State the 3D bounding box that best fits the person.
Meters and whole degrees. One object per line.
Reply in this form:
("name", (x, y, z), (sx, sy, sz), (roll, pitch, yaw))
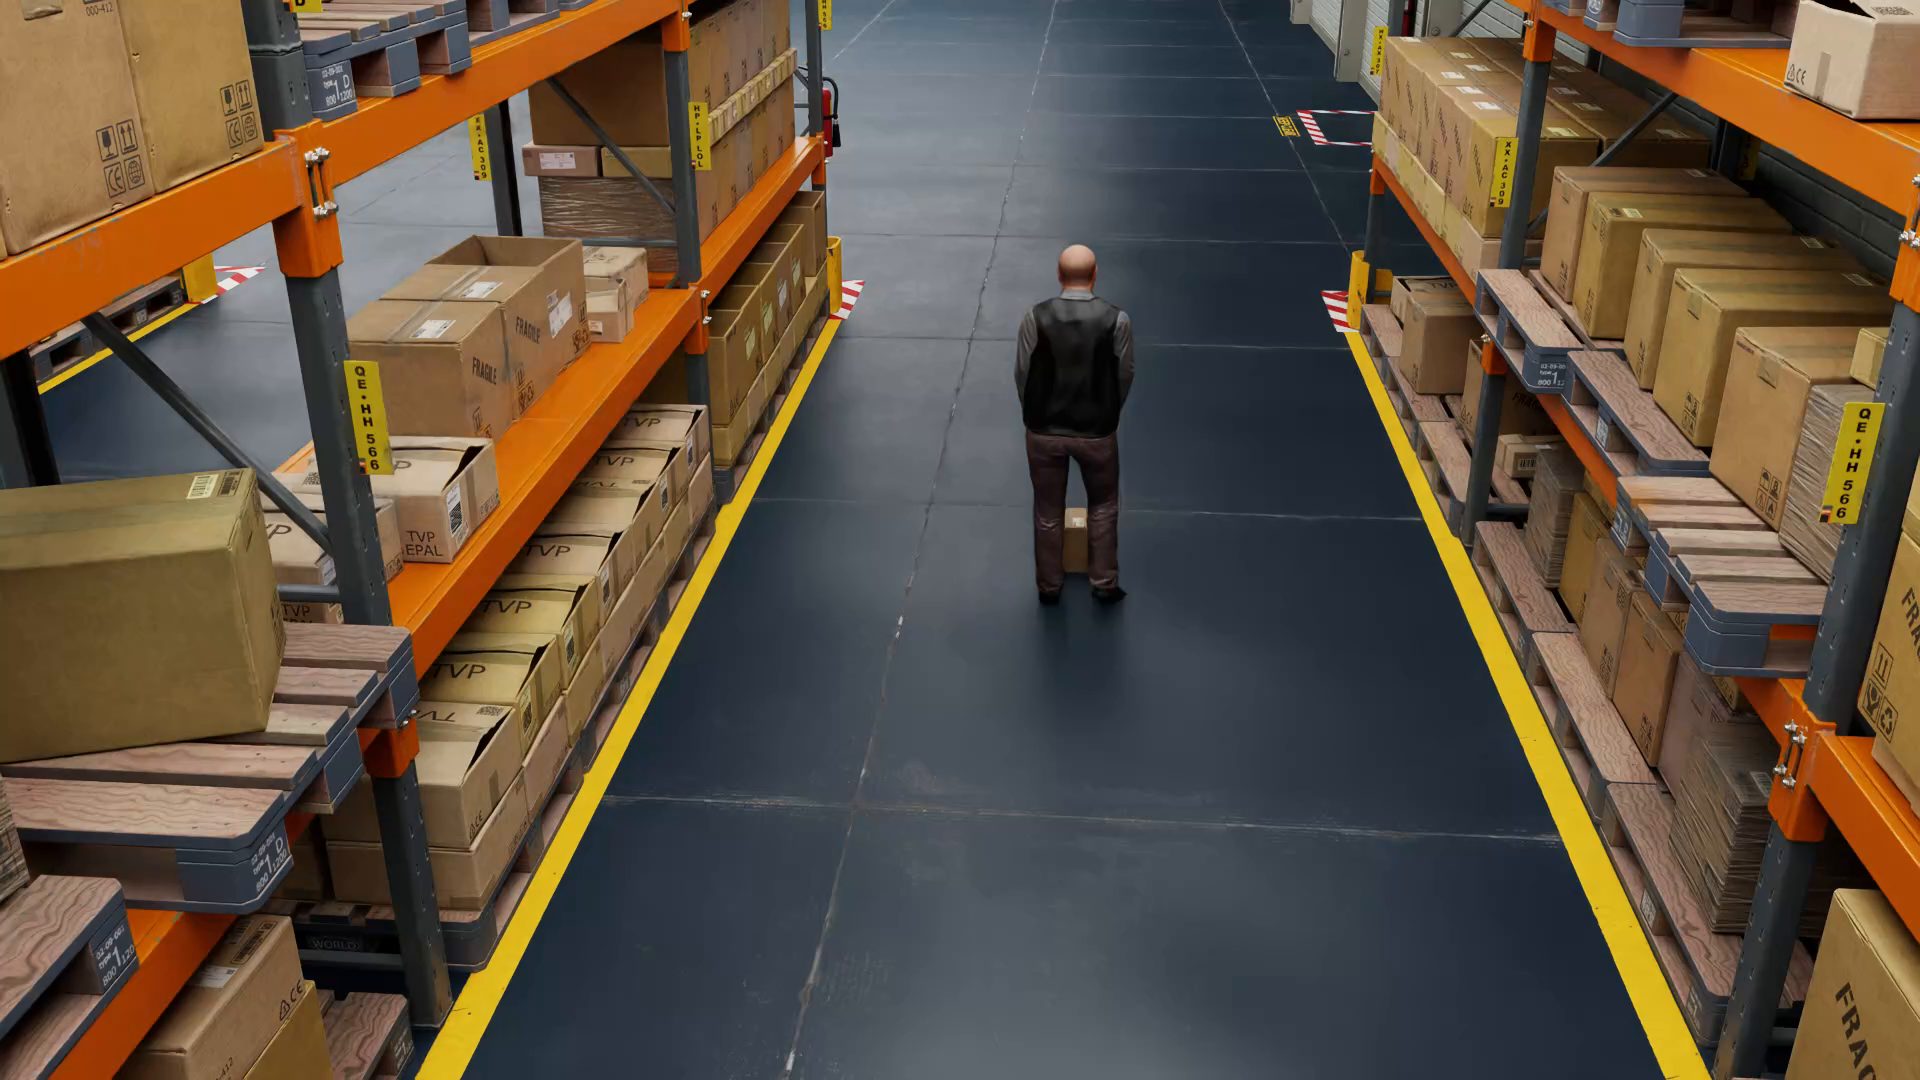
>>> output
("person", (0.535, -0.489, 7.773), (0.569, 1.782, 0.526), (1, 24, 3))
